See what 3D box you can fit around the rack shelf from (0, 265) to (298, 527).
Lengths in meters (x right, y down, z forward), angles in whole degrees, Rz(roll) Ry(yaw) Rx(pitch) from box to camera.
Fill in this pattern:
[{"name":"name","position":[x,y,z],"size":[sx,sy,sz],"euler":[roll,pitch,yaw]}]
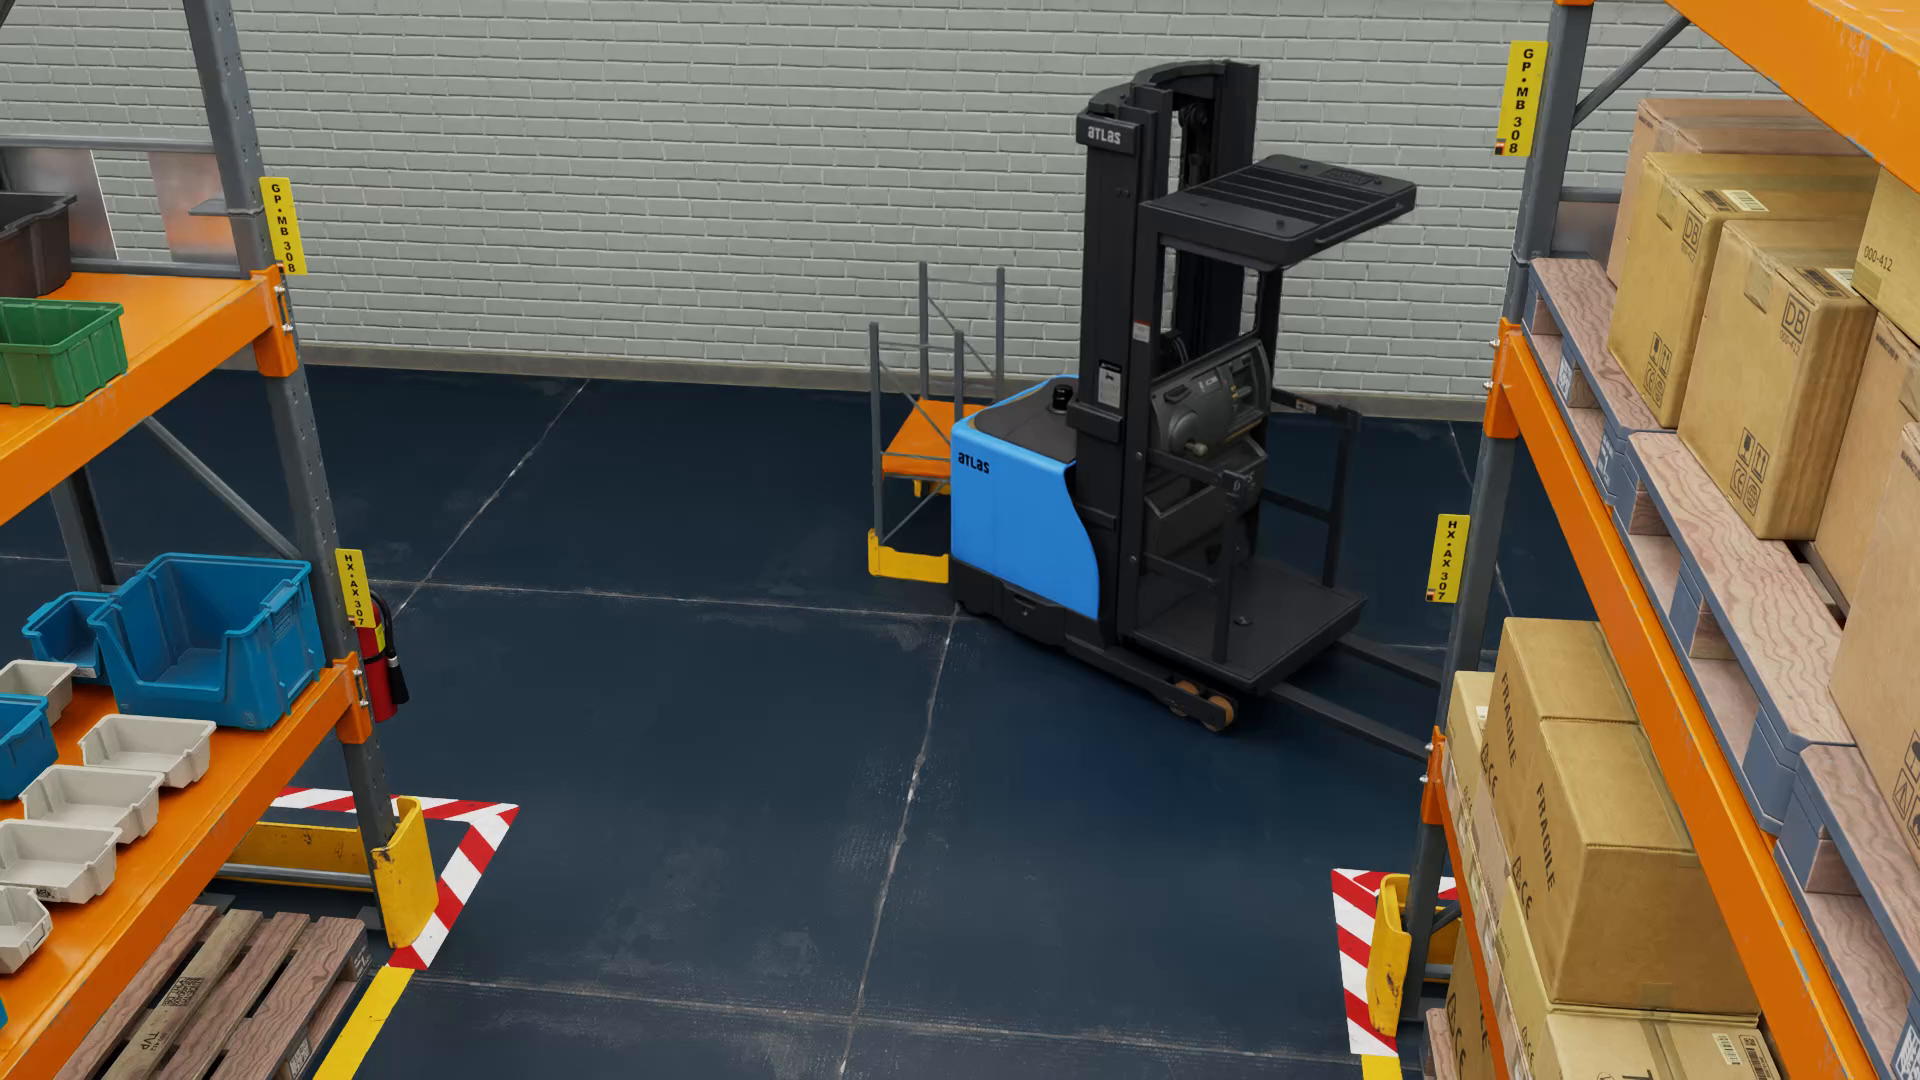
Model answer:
[{"name":"rack shelf","position":[-3.005,0.163,3.880],"size":[1.077,0.370,4.000],"euler":[3,28,6]}]

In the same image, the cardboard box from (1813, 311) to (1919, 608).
[{"name":"cardboard box","position":[1.977,-0.060,2.882],"size":[0.700,0.500,0.500],"euler":[5,29,8]}]

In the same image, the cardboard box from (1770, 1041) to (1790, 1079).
[{"name":"cardboard box","position":[2.175,1.416,3.804],"size":[0.500,0.250,0.500],"euler":[3,29,6]}]

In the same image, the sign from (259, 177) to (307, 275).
[{"name":"sign","position":[-2.212,-1.024,5.436],"size":[0.100,0.325,0.005],"euler":[3,28,6]}]

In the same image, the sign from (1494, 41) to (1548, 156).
[{"name":"sign","position":[1.606,-1.262,4.762],"size":[0.100,0.325,0.005],"euler":[3,28,6]}]

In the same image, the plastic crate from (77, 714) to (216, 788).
[{"name":"plastic crate","position":[-2.680,0.710,5.485],"size":[0.396,0.136,0.243],"euler":[3,28,6]}]

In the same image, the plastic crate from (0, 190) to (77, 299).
[{"name":"plastic crate","position":[-3.084,-0.872,5.181],"size":[0.497,0.269,0.590],"euler":[3,28,6]}]

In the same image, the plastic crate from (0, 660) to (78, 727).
[{"name":"plastic crate","position":[-3.238,0.559,5.765],"size":[0.250,0.136,0.298],"euler":[3,28,6]}]

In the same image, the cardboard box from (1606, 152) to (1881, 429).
[{"name":"cardboard box","position":[1.957,-0.574,3.837],"size":[0.700,0.500,0.500],"euler":[2,28,4]}]

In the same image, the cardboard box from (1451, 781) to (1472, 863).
[{"name":"cardboard box","position":[1.755,0.893,5.195],"size":[0.380,0.149,0.250],"euler":[3,28,5]}]

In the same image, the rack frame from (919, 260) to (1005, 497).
[{"name":"rack frame","position":[0.010,-0.916,9.868],"size":[0.500,1.500,0.032],"euler":[7,29,12]}]

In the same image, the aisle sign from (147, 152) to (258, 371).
[{"name":"aisle sign","position":[-2.460,-0.936,5.583],"size":[0.394,0.787,0.004],"euler":[3,28,6]}]

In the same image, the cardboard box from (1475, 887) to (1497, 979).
[{"name":"cardboard box","position":[1.693,1.136,4.743],"size":[0.380,0.149,0.250],"euler":[3,28,5]}]

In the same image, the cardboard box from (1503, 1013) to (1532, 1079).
[{"name":"cardboard box","position":[1.630,1.378,4.295],"size":[0.380,0.149,0.250],"euler":[3,28,6]}]

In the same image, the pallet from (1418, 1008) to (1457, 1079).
[{"name":"pallet","position":[2.136,2.122,5.588],"size":[1.003,0.211,1.213],"euler":[3,28,6]}]

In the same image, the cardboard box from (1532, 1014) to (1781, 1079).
[{"name":"cardboard box","position":[1.648,1.386,3.859],"size":[0.500,0.250,0.500],"euler":[3,28,5]}]

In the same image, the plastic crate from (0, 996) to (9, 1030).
[{"name":"plastic crate","position":[-2.757,1.255,4.372],"size":[0.416,0.233,0.300],"euler":[3,28,6]}]

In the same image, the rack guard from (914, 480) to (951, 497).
[{"name":"rack guard","position":[0.009,-0.365,10.164],"size":[0.587,0.250,0.087],"euler":[7,29,12]}]

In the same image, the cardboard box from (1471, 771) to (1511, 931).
[{"name":"cardboard box","position":[1.772,0.904,4.754],"size":[0.500,0.250,0.500],"euler":[3,28,6]}]

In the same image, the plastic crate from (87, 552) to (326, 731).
[{"name":"plastic crate","position":[-2.615,0.352,5.833],"size":[0.616,0.435,0.499],"euler":[3,28,6]}]

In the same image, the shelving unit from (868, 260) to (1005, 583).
[{"name":"shelving unit","position":[-0.107,-0.685,9.441],"size":[0.587,1.500,1.083],"euler":[7,29,12]}]

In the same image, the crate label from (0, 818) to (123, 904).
[{"name":"crate label","position":[-2.740,0.978,4.987],"size":[0.396,0.136,0.243],"euler":[3,28,6]}]

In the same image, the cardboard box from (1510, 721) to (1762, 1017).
[{"name":"cardboard box","position":[1.710,0.808,4.141],"size":[0.500,0.500,0.500],"euler":[3,28,5]}]

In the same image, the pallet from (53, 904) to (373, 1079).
[{"name":"pallet","position":[-2.899,1.839,6.113],"size":[1.003,0.211,1.213],"euler":[3,28,6]}]

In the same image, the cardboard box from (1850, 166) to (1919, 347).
[{"name":"cardboard box","position":[1.898,-0.460,2.834],"size":[0.500,0.250,0.500],"euler":[2,28,5]}]

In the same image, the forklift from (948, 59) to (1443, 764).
[{"name":"forklift","position":[1.366,-0.648,7.863],"size":[3.031,2.935,1.130],"euler":[23,36,36]}]

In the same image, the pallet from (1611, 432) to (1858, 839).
[{"name":"pallet","position":[1.928,0.158,3.225],"size":[1.003,0.211,1.213],"euler":[3,28,6]}]

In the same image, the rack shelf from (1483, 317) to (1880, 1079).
[{"name":"rack shelf","position":[1.911,0.451,3.346],"size":[1.077,0.370,4.000],"euler":[3,28,6]}]

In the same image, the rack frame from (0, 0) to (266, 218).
[{"name":"rack frame","position":[-2.760,-2.415,4.745],"size":[1.000,3.000,0.127],"euler":[3,28,6]}]

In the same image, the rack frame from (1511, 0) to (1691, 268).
[{"name":"rack frame","position":[2.156,-2.127,4.211],"size":[1.000,3.000,0.127],"euler":[3,28,6]}]

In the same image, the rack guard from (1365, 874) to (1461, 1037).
[{"name":"rack guard","position":[2.159,1.603,6.248],"size":[1.175,0.500,0.348],"euler":[3,28,6]}]

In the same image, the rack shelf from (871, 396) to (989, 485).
[{"name":"rack shelf","position":[-0.109,-0.523,9.518],"size":[0.538,0.185,1.000],"euler":[7,29,12]}]
